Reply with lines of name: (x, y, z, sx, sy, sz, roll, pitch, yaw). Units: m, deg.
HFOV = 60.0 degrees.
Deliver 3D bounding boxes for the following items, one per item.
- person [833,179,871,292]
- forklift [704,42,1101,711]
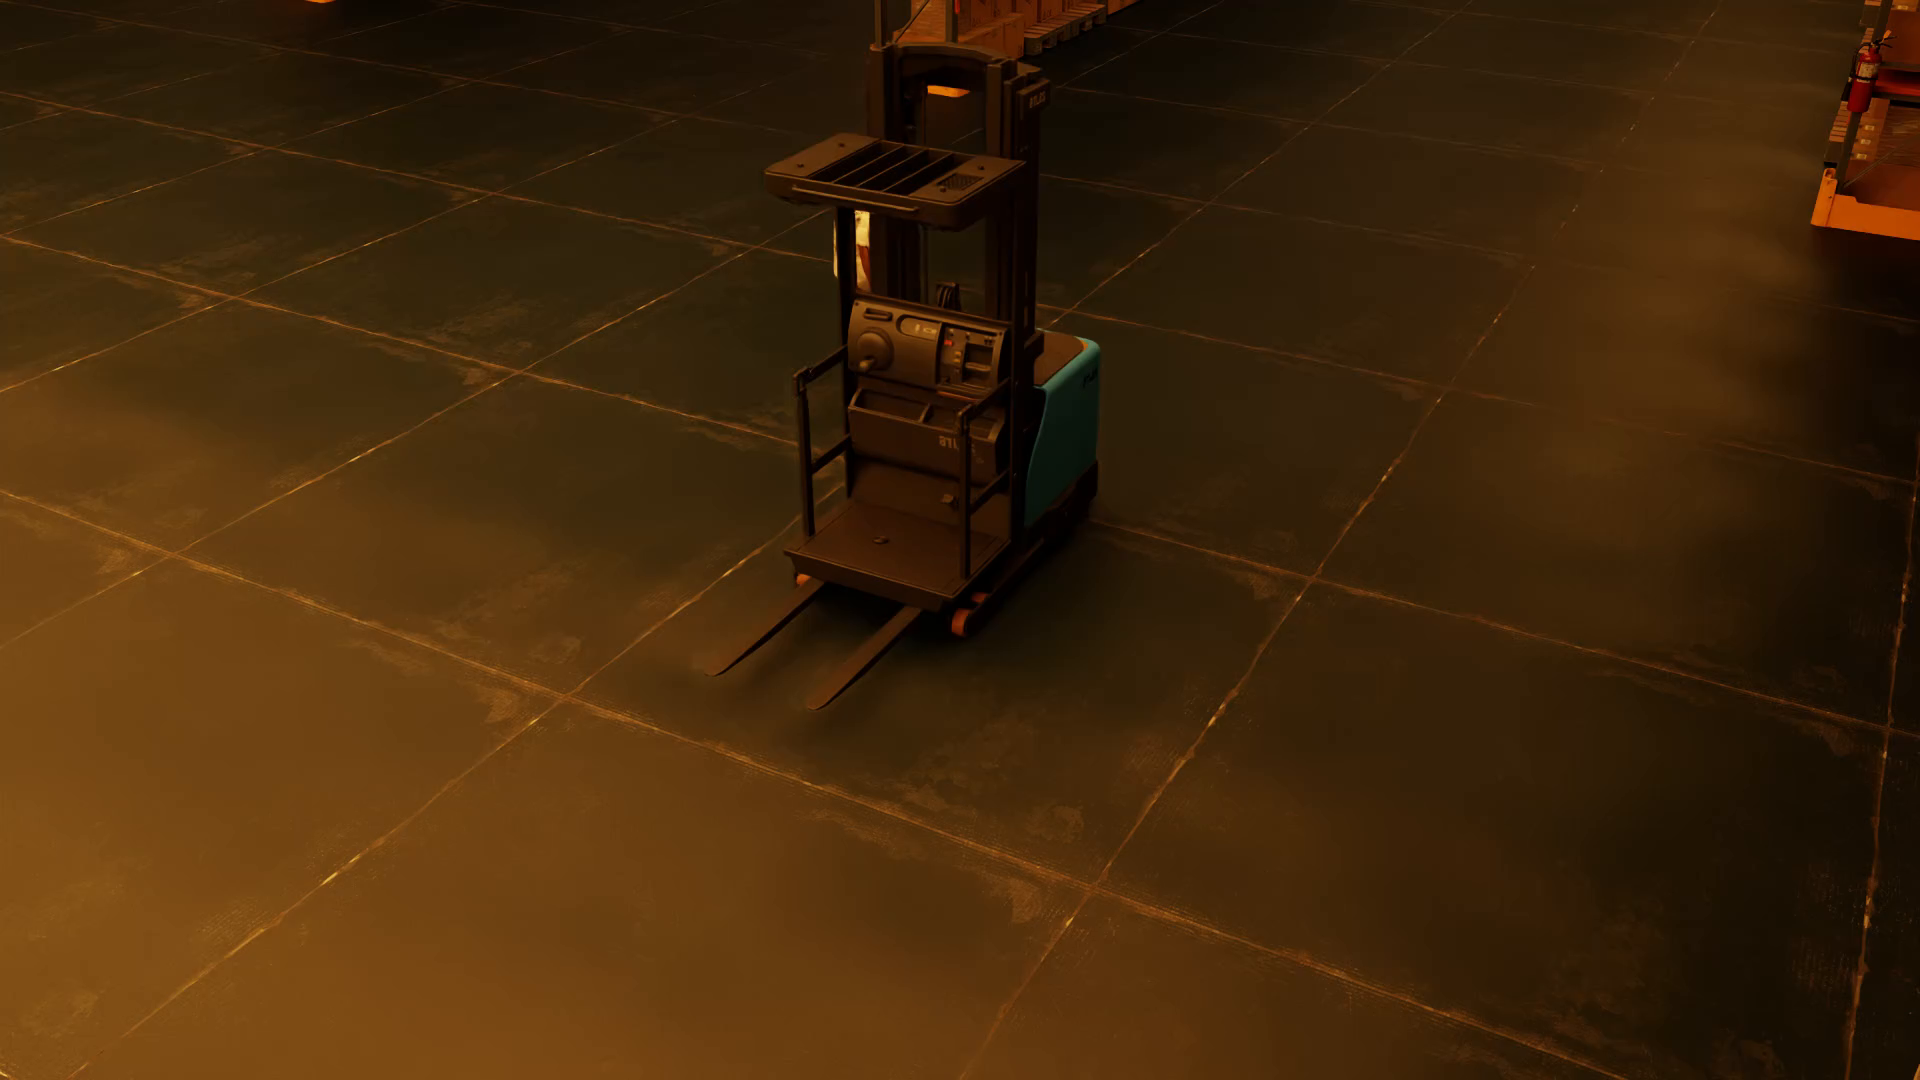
person: (-0.652, -1.810, 11.484, 0.389, 1.655, 0.516, -10, 32, -17)
forklift: (-0.286, -0.992, 8.789, 1.130, 2.935, 3.031, 15, 33, 24)
